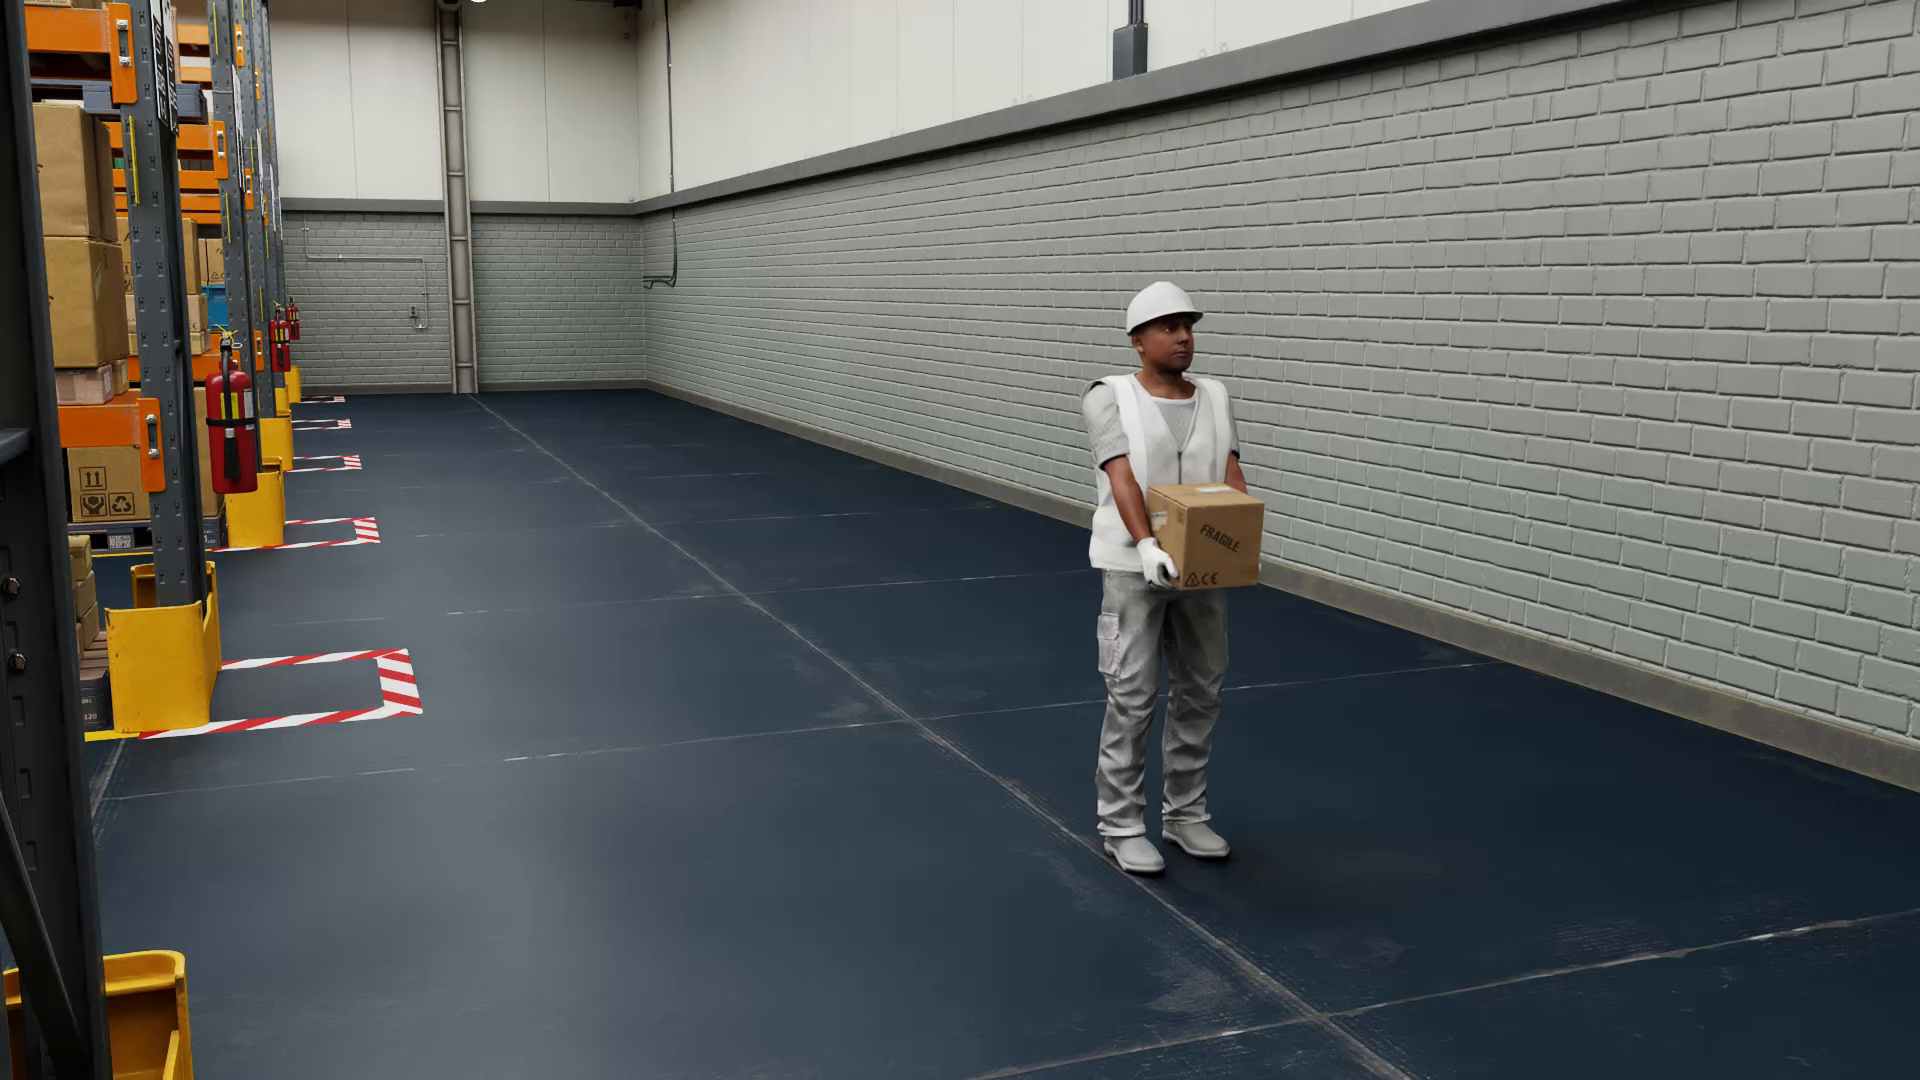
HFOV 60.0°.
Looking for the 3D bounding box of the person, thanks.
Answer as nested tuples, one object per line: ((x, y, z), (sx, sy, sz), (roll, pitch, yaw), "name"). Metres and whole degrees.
((0.666, -0.325, 4.991), (0.475, 0.887, 0.573), (-3, 9, -20), "person")
